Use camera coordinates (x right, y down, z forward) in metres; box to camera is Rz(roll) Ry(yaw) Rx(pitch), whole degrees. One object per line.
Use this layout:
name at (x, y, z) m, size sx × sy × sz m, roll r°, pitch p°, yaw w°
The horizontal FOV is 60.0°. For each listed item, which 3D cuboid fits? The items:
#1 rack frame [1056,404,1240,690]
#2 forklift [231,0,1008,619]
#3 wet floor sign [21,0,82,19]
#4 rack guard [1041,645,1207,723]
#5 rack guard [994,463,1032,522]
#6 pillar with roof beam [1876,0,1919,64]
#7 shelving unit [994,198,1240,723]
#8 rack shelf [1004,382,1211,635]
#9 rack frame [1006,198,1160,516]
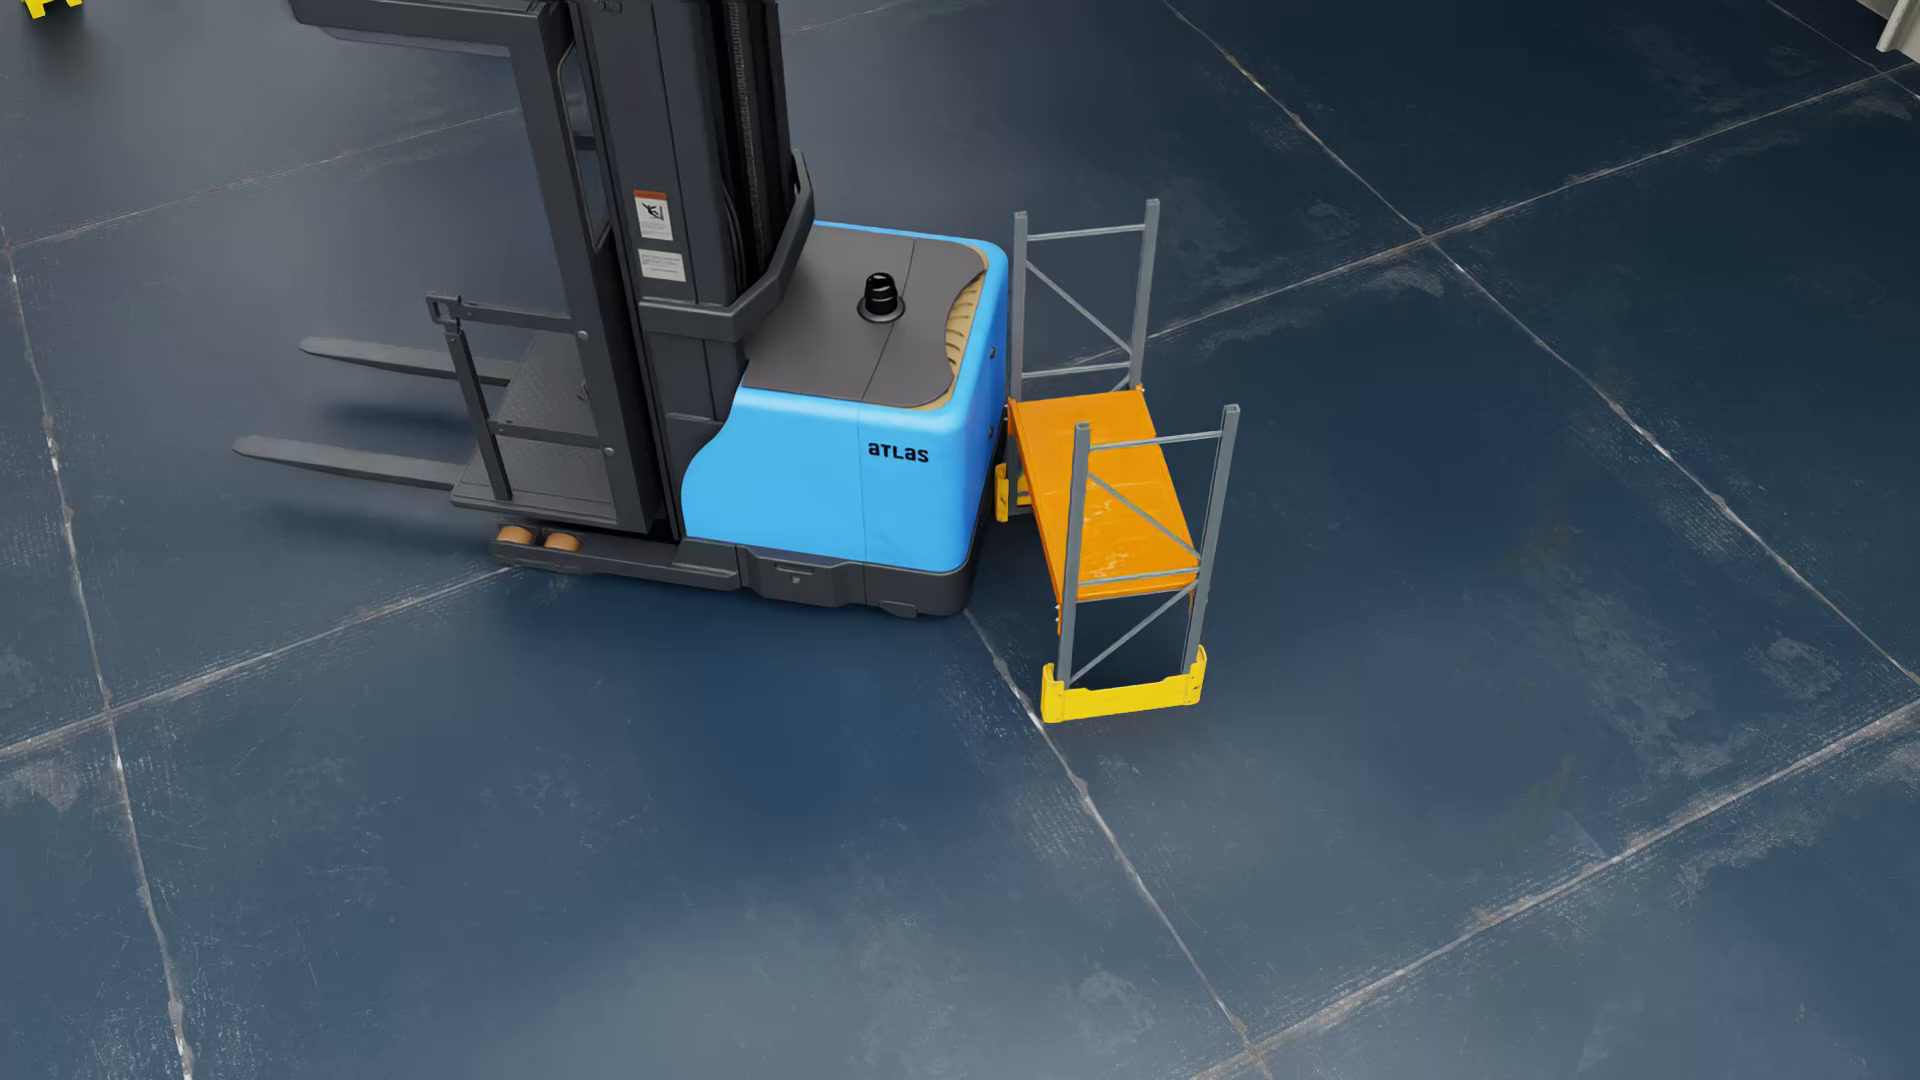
rack frame at (-3.301, -5.579, 10.326) m, size 5.842 × 1.800 × 15.964 m, roll -7°, pitch 49°, yaw -6°
forklift at (-1.375, -1.217, 5.760) m, size 3.031 × 2.935 × 1.130 m, roll 8°, pitch 49°, yaw 7°
wet floor sign at (-5.060, -3.207, 9.019) m, size 0.267 × 0.644 × 0.232 m, roll -30°, pitch 55°, yaw -23°
rack guard at (0.589, 0.522, 6.020) m, size 0.587 × 0.250 × 0.087 m, roll -7°, pitch 49°, yaw -6°
rack guard at (0.432, -0.219, 6.668) m, size 0.587 × 0.250 × 0.087 m, roll -7°, pitch 49°, yaw -6°
pillar with roof beam at (1.334, -4.058, 4.213) m, size 9.100 × 9.000 × 0.400 m, roll -21°, pitch 52°, yaw -18°
shelving unit at (-3.279, -5.578, 10.326) m, size 5.886 × 1.800 × 15.973 m, roll -7°, pitch 49°, yaw -6°
rack shelf at (0.512, -0.135, 6.003) m, size 0.538 × 0.185 × 1.000 m, roll -7°, pitch 49°, yaw -6°
rack frame at (0.432, -0.631, 6.198) m, size 0.500 × 1.500 × 0.032 m, roll -7°, pitch 49°, yaw -6°
